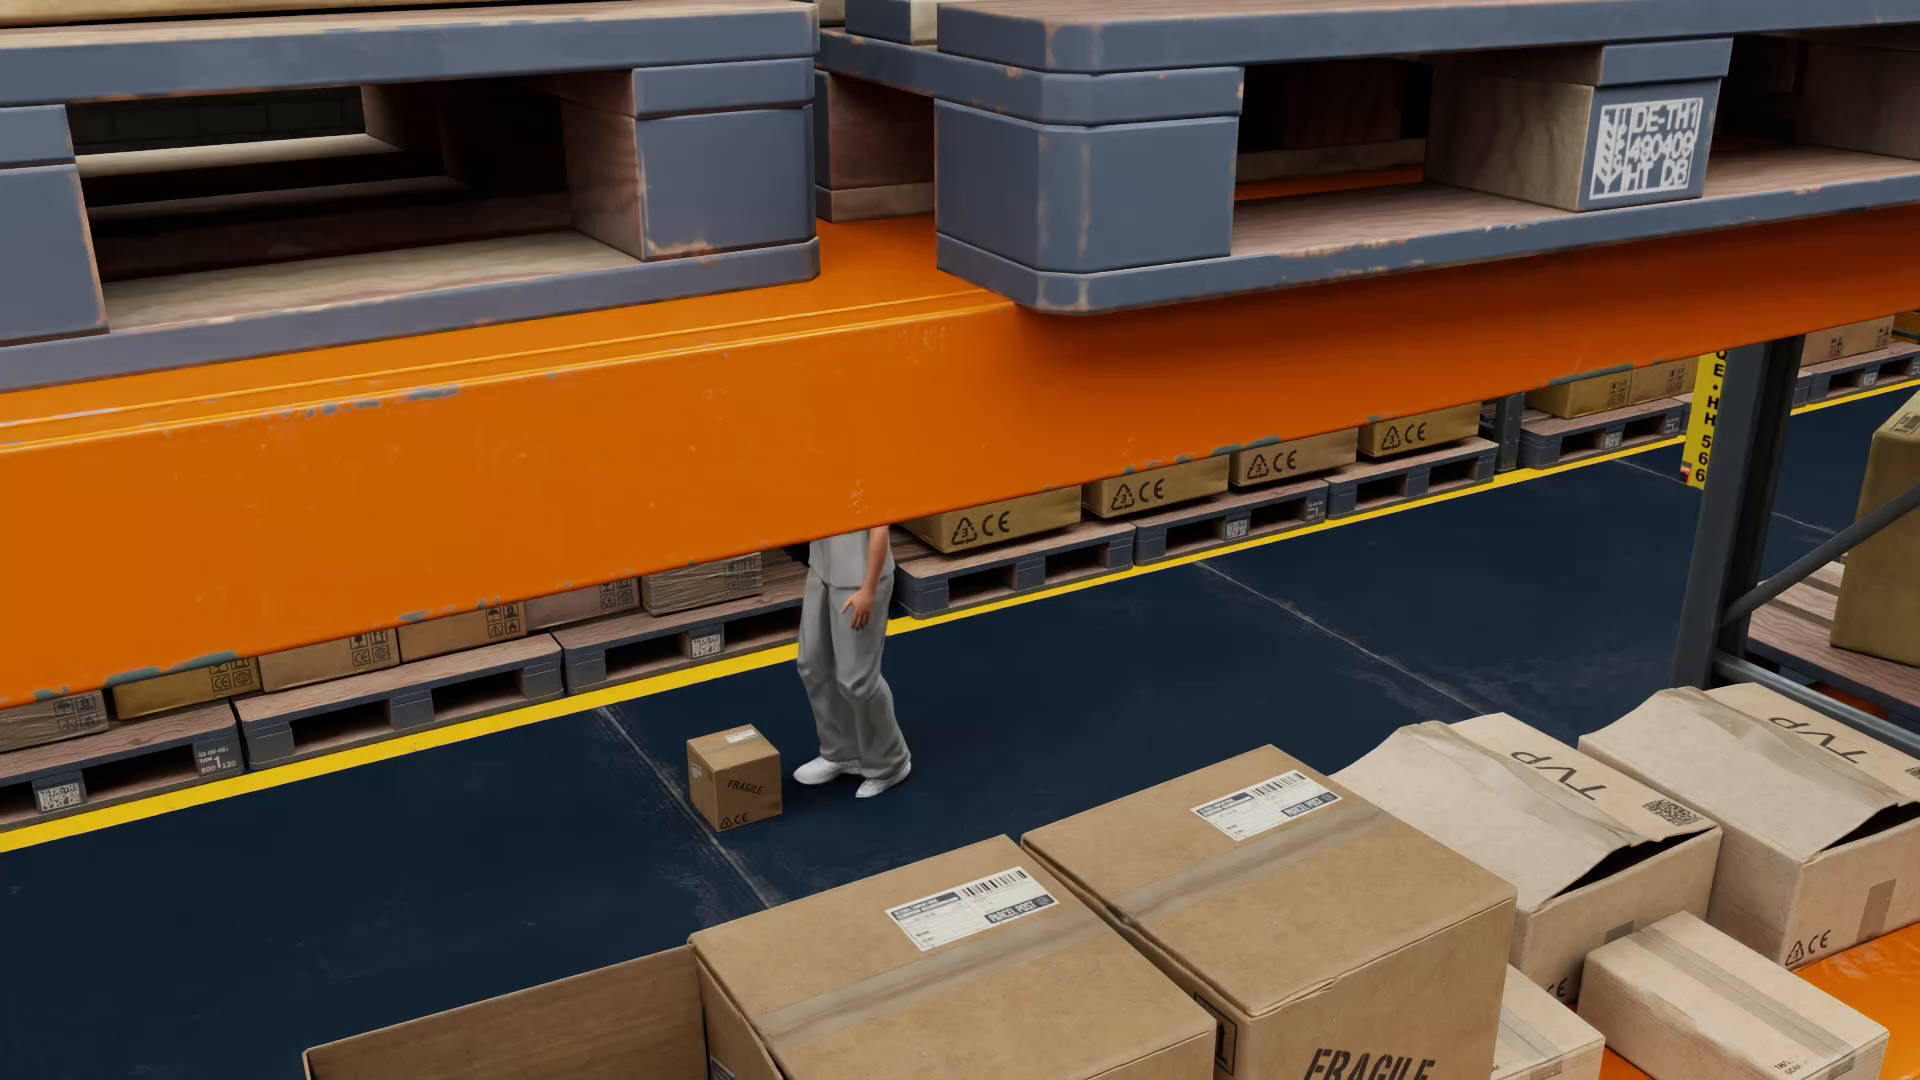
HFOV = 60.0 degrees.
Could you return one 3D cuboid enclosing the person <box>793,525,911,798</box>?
[{"bbox_3d":[-0.384,0.146,5.827,0.422,1.707,0.451,-11,25,-26],"label":"person"}]
